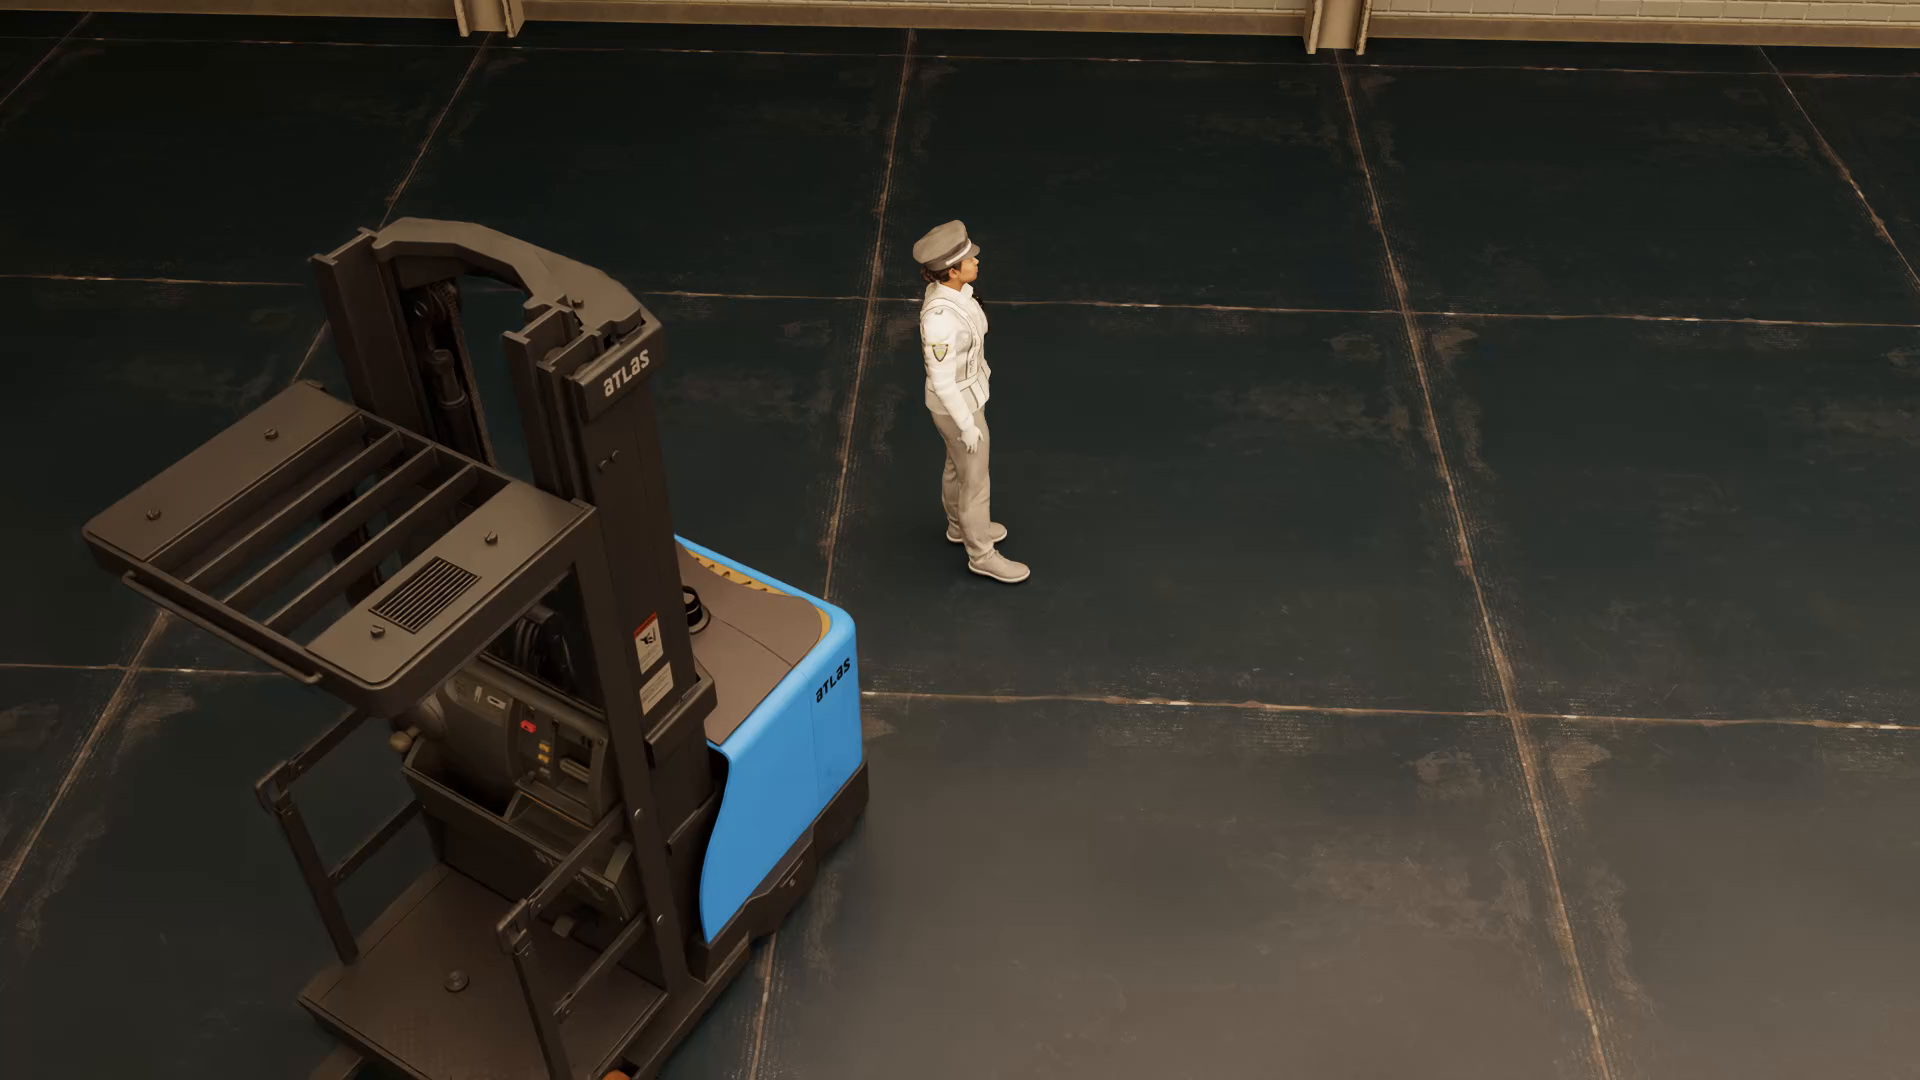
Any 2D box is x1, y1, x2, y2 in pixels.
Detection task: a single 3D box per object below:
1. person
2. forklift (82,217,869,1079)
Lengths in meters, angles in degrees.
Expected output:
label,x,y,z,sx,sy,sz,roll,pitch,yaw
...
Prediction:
label,x,y,z,sx,sy,sz,roll,pitch,yaw
person,0.068,-0.625,7.333,0.531,1.695,0.588,2,42,2
forklift,-1.564,0.659,5.021,1.130,2.935,3.031,22,47,23
